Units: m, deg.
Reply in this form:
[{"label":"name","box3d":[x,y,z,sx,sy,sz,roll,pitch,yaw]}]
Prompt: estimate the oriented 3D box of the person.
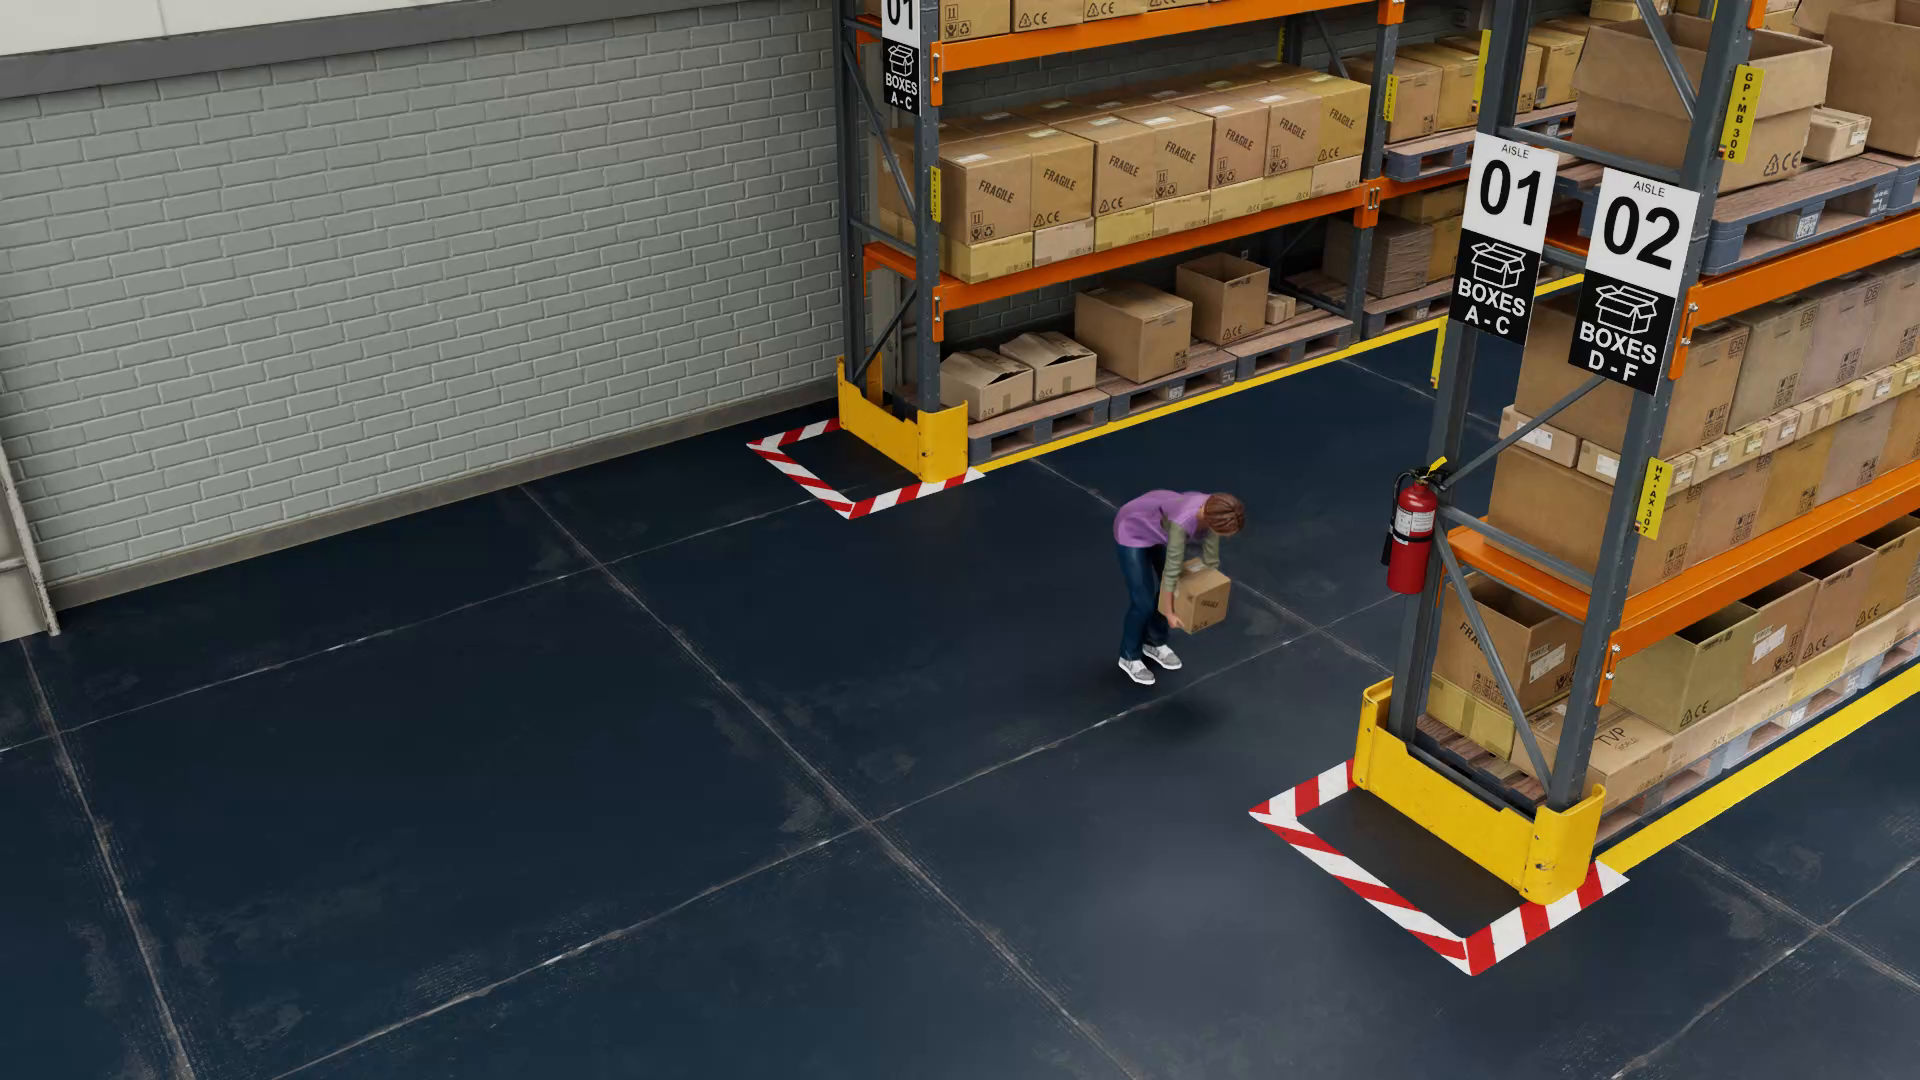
[{"label":"person","box3d":[1.122,0.216,8.611,0.378,1.248,0.810,-20,35,-32]}]
